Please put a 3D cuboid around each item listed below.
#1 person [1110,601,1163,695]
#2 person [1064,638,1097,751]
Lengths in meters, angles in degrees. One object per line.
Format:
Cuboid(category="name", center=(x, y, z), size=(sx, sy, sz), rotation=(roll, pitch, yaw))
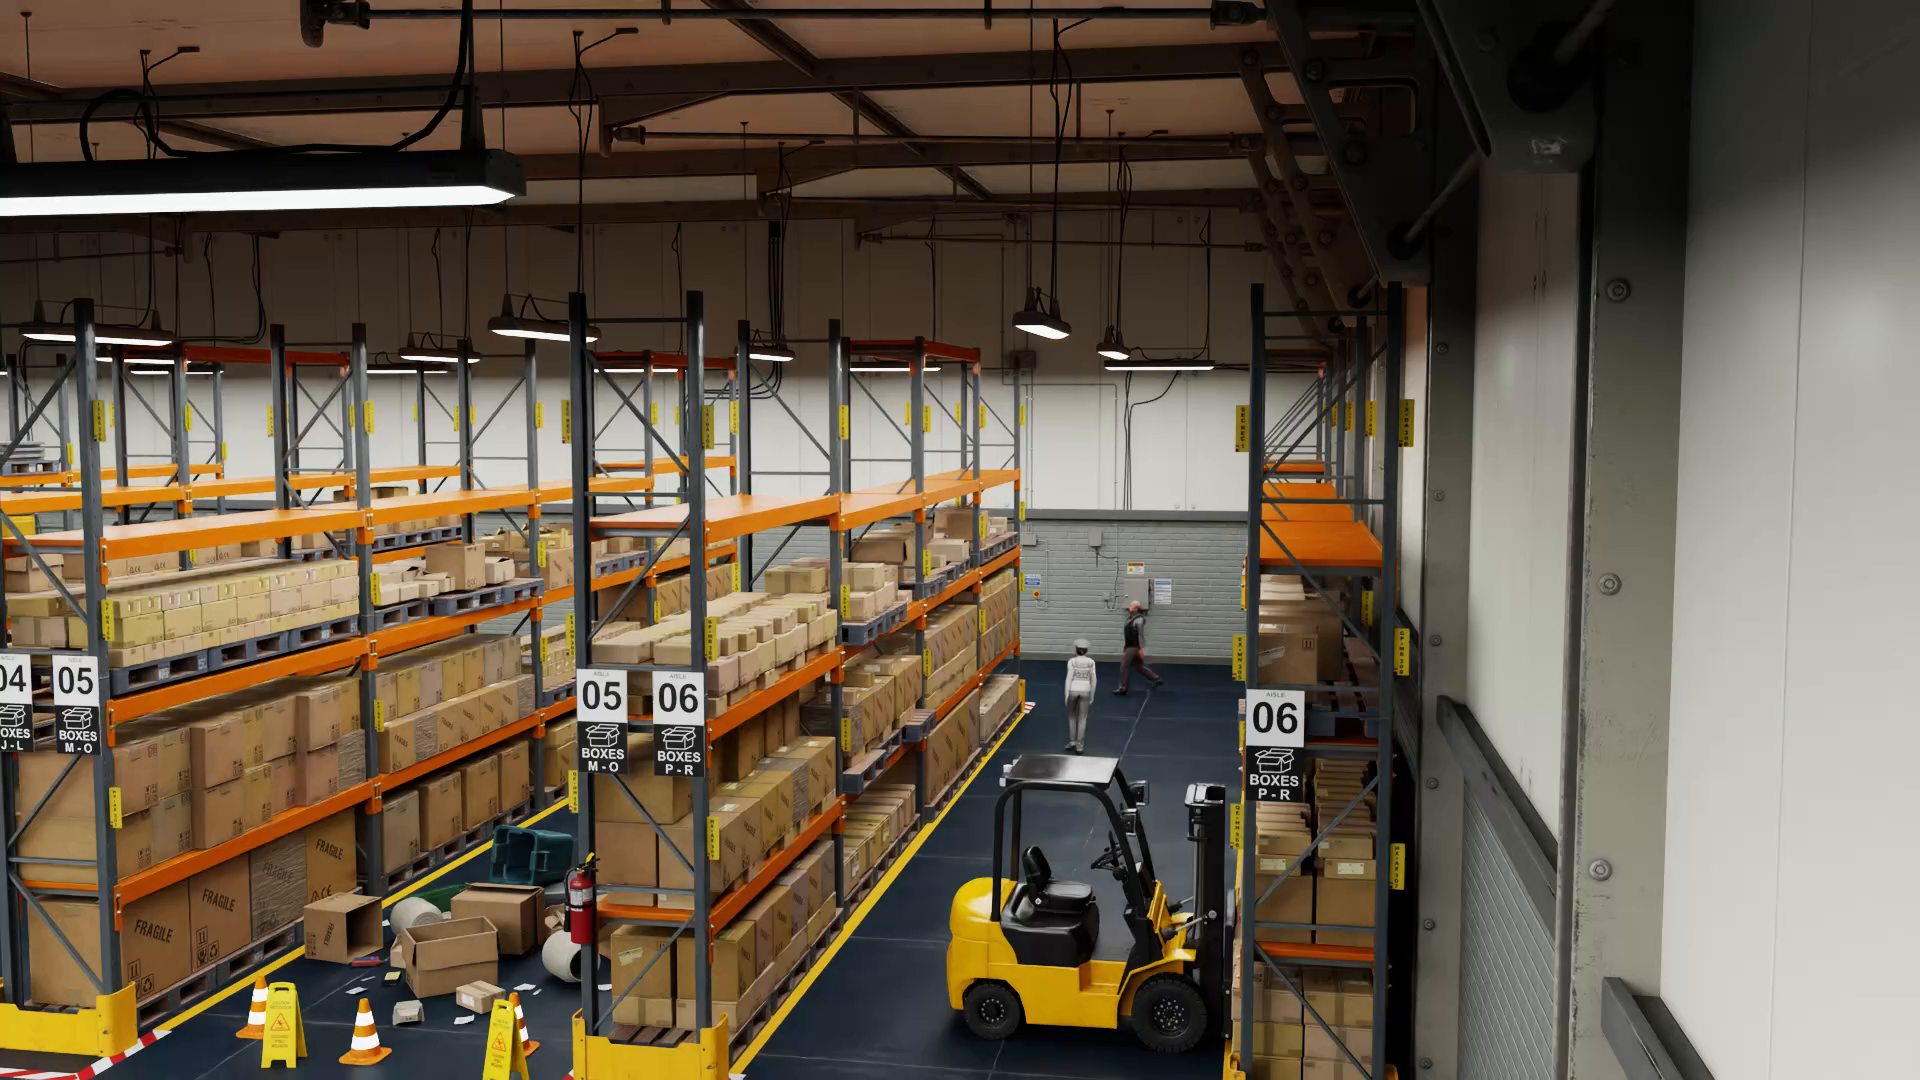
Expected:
Cuboid(category="person", center=(3.170, 1.924, 29.780), size=(0.964, 1.689, 0.531), rotation=(0, 5, 3))
Cuboid(category="person", center=(1.808, 2.345, 24.939), size=(0.485, 1.743, 0.580), rotation=(0, 5, 3))
